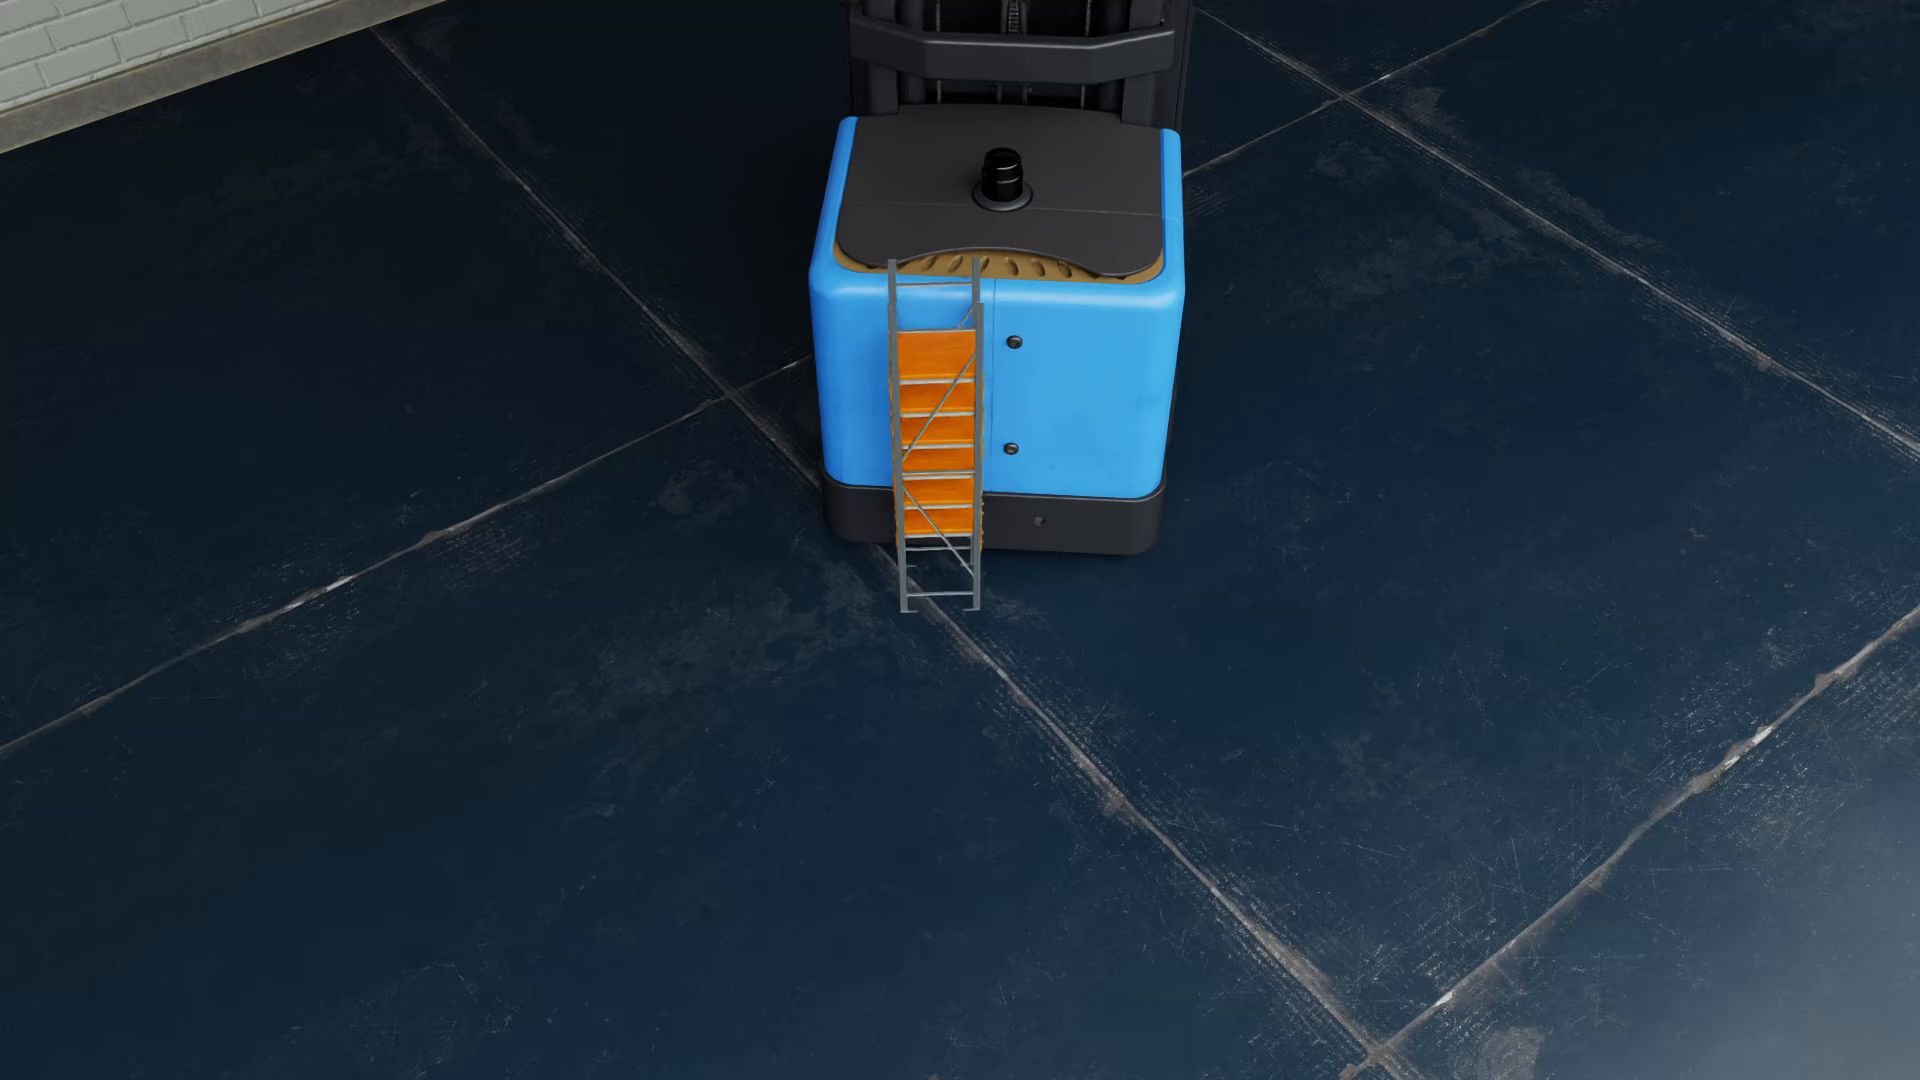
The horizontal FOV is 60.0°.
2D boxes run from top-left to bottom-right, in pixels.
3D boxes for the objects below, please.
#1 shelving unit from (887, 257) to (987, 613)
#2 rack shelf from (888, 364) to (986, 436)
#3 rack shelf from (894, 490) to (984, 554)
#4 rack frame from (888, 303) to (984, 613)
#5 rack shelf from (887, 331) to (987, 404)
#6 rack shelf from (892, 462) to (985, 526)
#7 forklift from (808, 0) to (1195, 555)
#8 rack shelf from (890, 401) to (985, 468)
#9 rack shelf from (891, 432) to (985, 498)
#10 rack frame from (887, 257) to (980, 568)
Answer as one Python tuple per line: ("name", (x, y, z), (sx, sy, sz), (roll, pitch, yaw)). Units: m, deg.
("shelving unit", (-0.063, -0.254, 4.670), (0.258, 1.200, 0.189), (-2, 48, -2))
("rack shelf", (-0.063, -0.385, 4.525), (0.258, 0.103, 0.180), (-2, 48, -2))
("rack shelf", (-0.063, -0.063, 4.881), (0.258, 0.103, 0.180), (-2, 48, -2))
("rack frame", (-0.060, -0.186, 4.609), (0.240, 1.200, 0.006), (-2, 48, -2))
("rack shelf", (-0.063, -0.466, 4.436), (0.258, 0.103, 0.180), (-2, 48, -2))
("rack shelf", (-0.063, -0.143, 4.792), (0.258, 0.103, 0.180), (-2, 48, -2))
("forklift", (0.194, -2.030, 5.112), (1.130, 2.935, 3.031), (3, 48, 3))
("rack shelf", (-0.063, -0.304, 4.614), (0.258, 0.103, 0.180), (-2, 48, -2))
("rack shelf", (-0.063, -0.224, 4.703), (0.258, 0.103, 0.180), (-2, 48, -2))
("rack frame", (-0.067, -0.321, 4.732), (0.240, 1.200, 0.006), (-2, 48, -2))
